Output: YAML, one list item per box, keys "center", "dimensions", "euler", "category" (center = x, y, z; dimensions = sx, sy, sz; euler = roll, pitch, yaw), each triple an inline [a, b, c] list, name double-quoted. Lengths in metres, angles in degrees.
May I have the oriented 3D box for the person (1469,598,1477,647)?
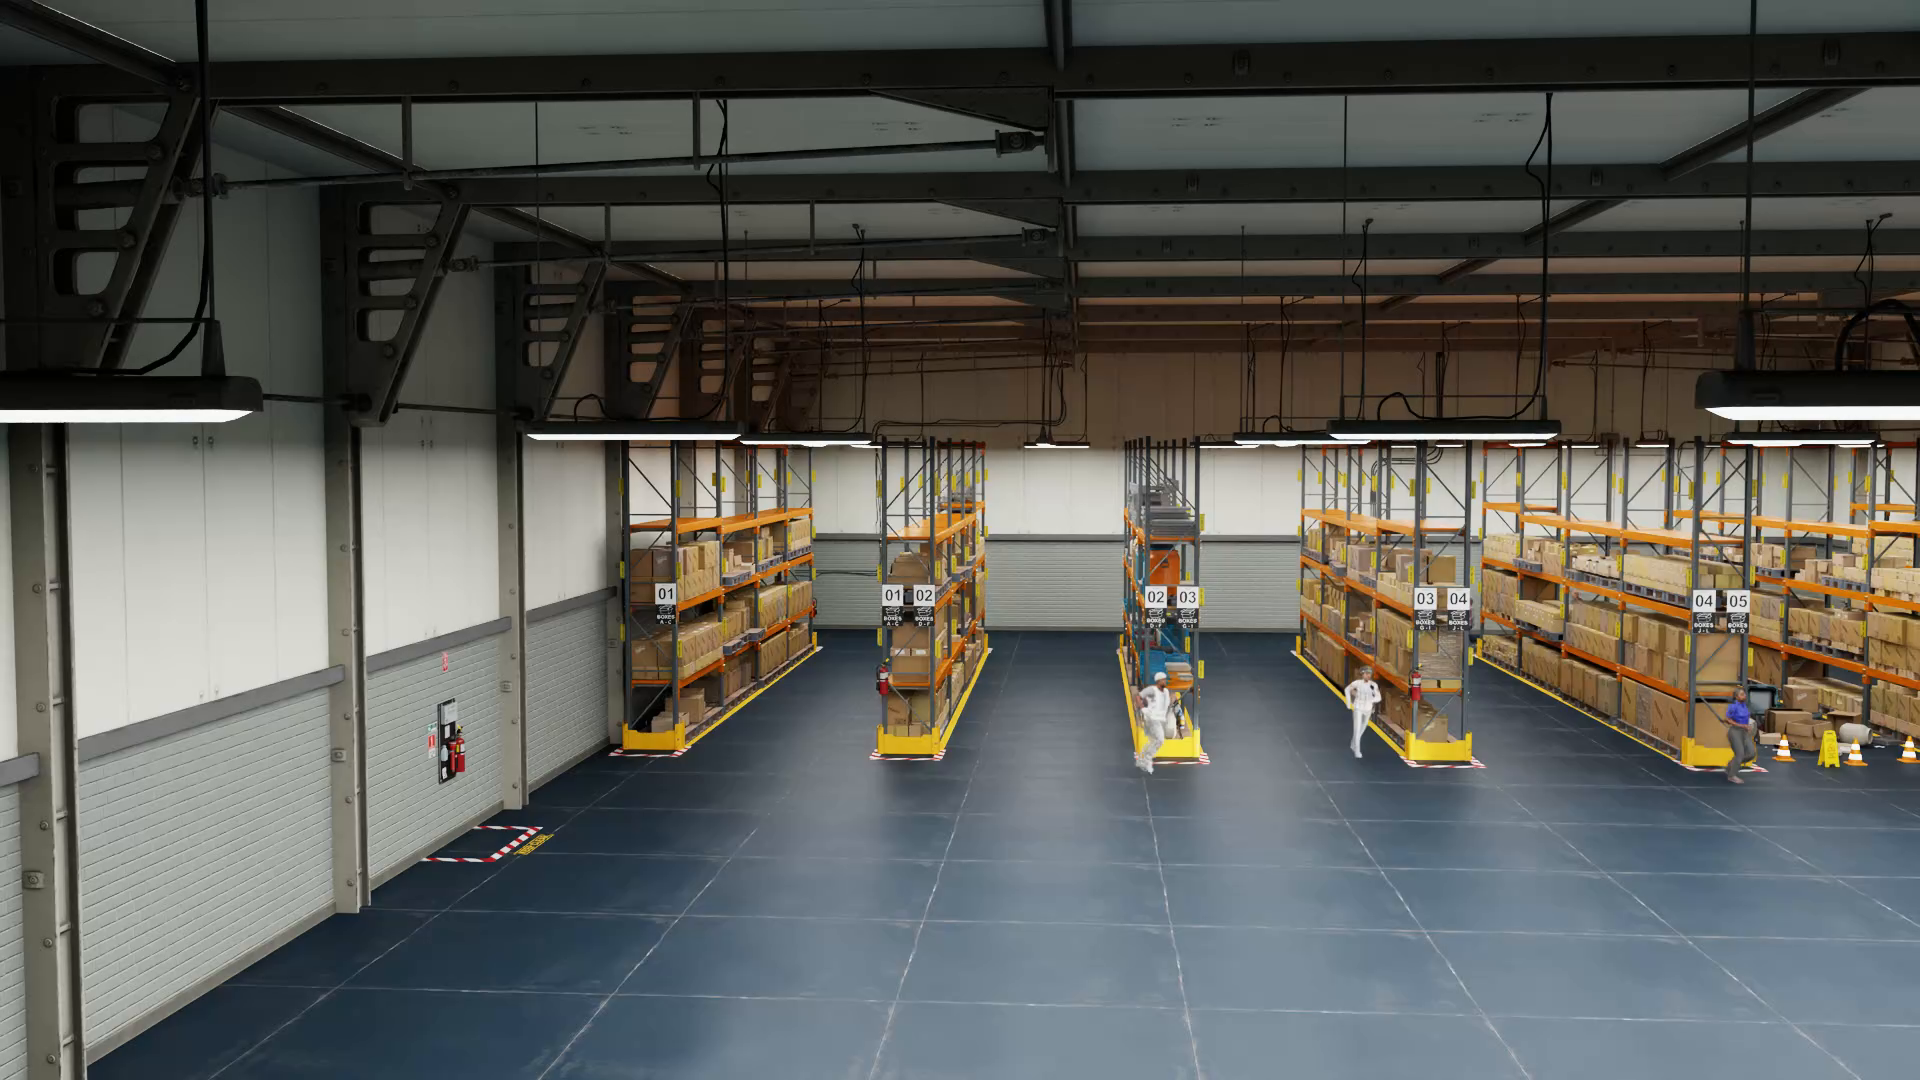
- center: [14.510, 2.427, 47.381]
  dimensions: [0.579, 1.565, 0.590]
  euler: [-1, 3, -10]
  category: "person"

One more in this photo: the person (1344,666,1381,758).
- center: [7.568, 3.185, 31.175]
  dimensions: [0.637, 1.655, 0.963]
  euler: [0, 3, 0]
  category: "person"

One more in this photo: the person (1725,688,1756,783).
- center: [13.492, 3.389, 28.735]
  dimensions: [0.607, 1.619, 0.560]
  euler: [-2, 4, -32]
  category: "person"

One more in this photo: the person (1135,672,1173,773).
- center: [3.515, 3.257, 29.825]
  dimensions: [0.655, 1.784, 0.709]
  euler: [2, 4, 38]
  category: "person"

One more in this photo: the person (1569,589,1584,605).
- center: [17.579, 2.304, 47.509]
  dimensions: [0.877, 1.807, 0.668]
  euler: [0, 3, 7]
  category: "person"
